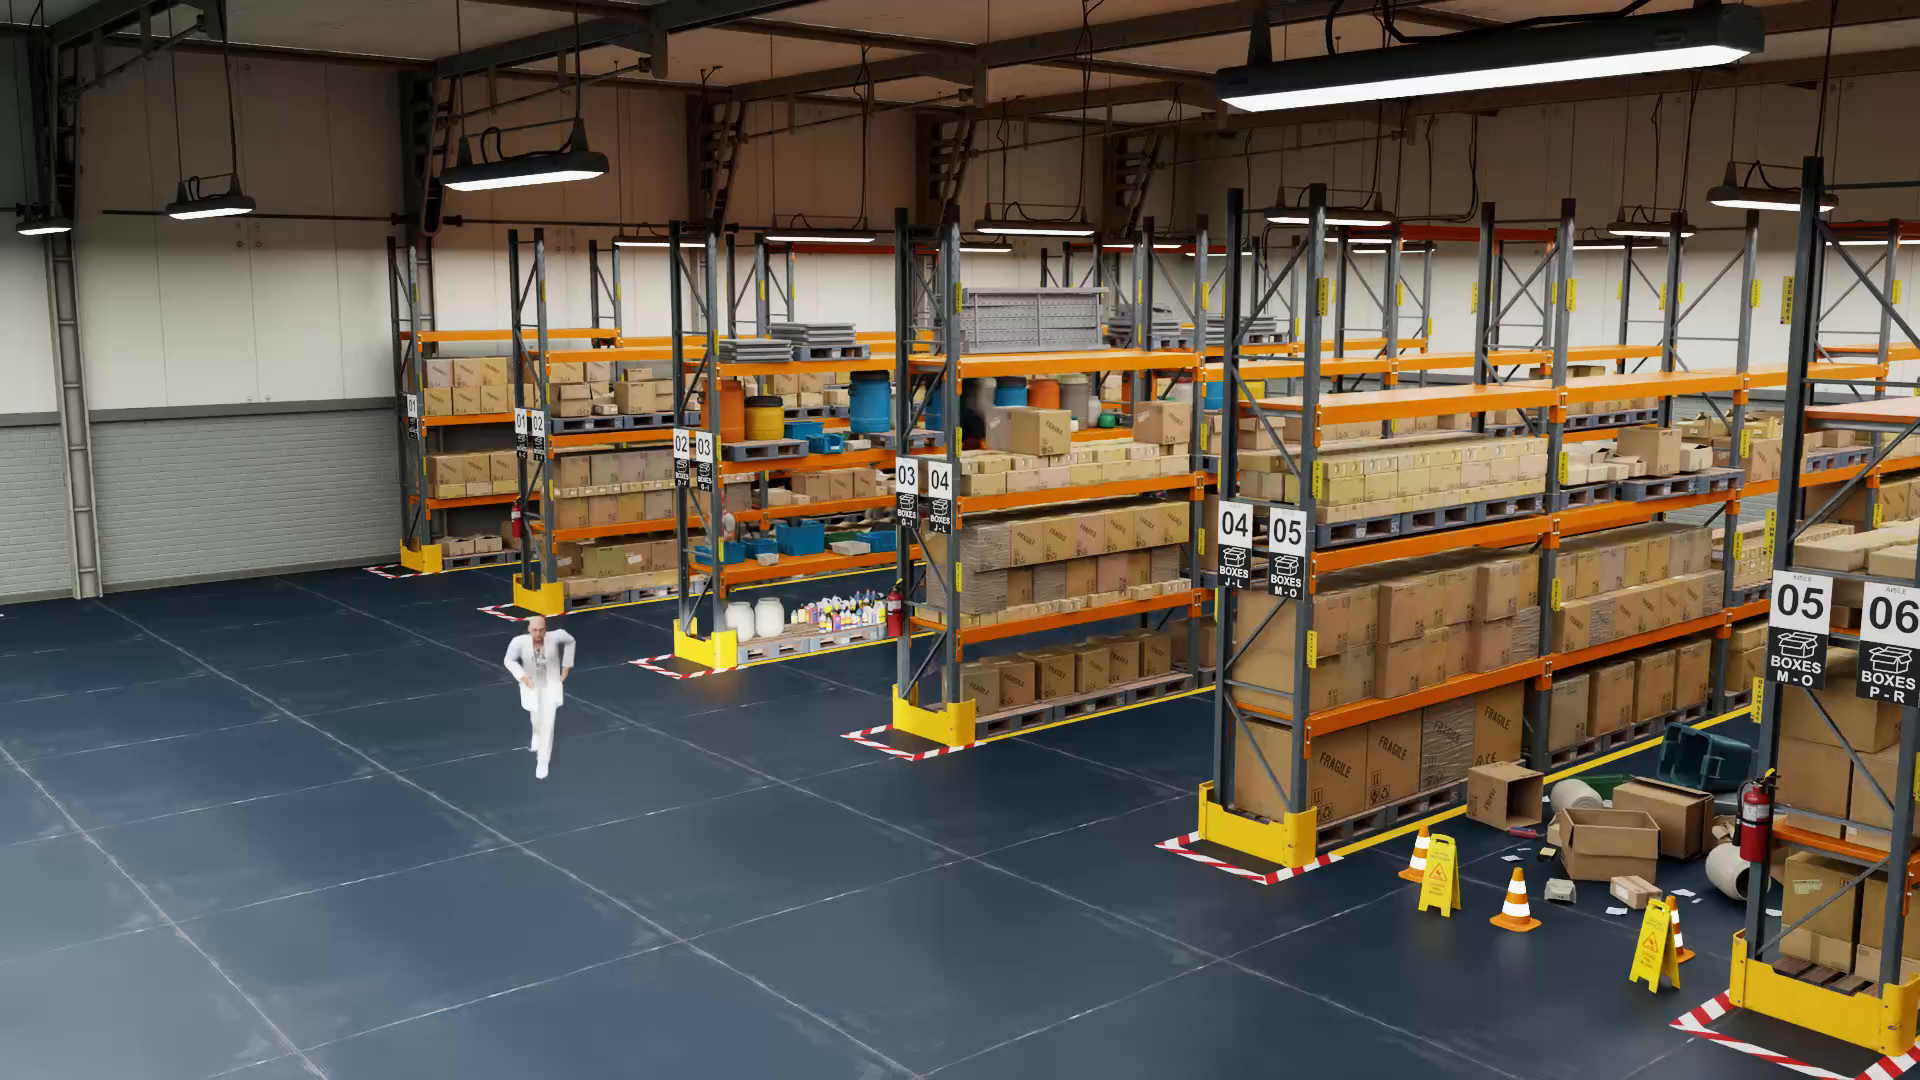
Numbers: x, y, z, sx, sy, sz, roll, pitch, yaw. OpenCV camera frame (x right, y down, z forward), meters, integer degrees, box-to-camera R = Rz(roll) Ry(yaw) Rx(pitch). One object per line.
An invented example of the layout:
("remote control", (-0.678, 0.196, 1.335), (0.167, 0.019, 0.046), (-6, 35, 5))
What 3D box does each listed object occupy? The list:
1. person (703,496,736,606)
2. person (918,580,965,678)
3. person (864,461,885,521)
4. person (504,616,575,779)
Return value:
("person", (-3.690, 0.155, 25.243), (0.710, 1.747, 0.664), (7, 11, 36))
("person", (-0.205, 0.847, 21.238), (0.737, 1.748, 0.583), (-6, 11, -33))
("person", (-1.609, -0.769, 33.065), (0.786, 1.800, 0.658), (-8, 12, -40))
("person", (-4.521, 1.612, 17.935), (0.752, 1.727, 1.098), (-3, 9, -17))
